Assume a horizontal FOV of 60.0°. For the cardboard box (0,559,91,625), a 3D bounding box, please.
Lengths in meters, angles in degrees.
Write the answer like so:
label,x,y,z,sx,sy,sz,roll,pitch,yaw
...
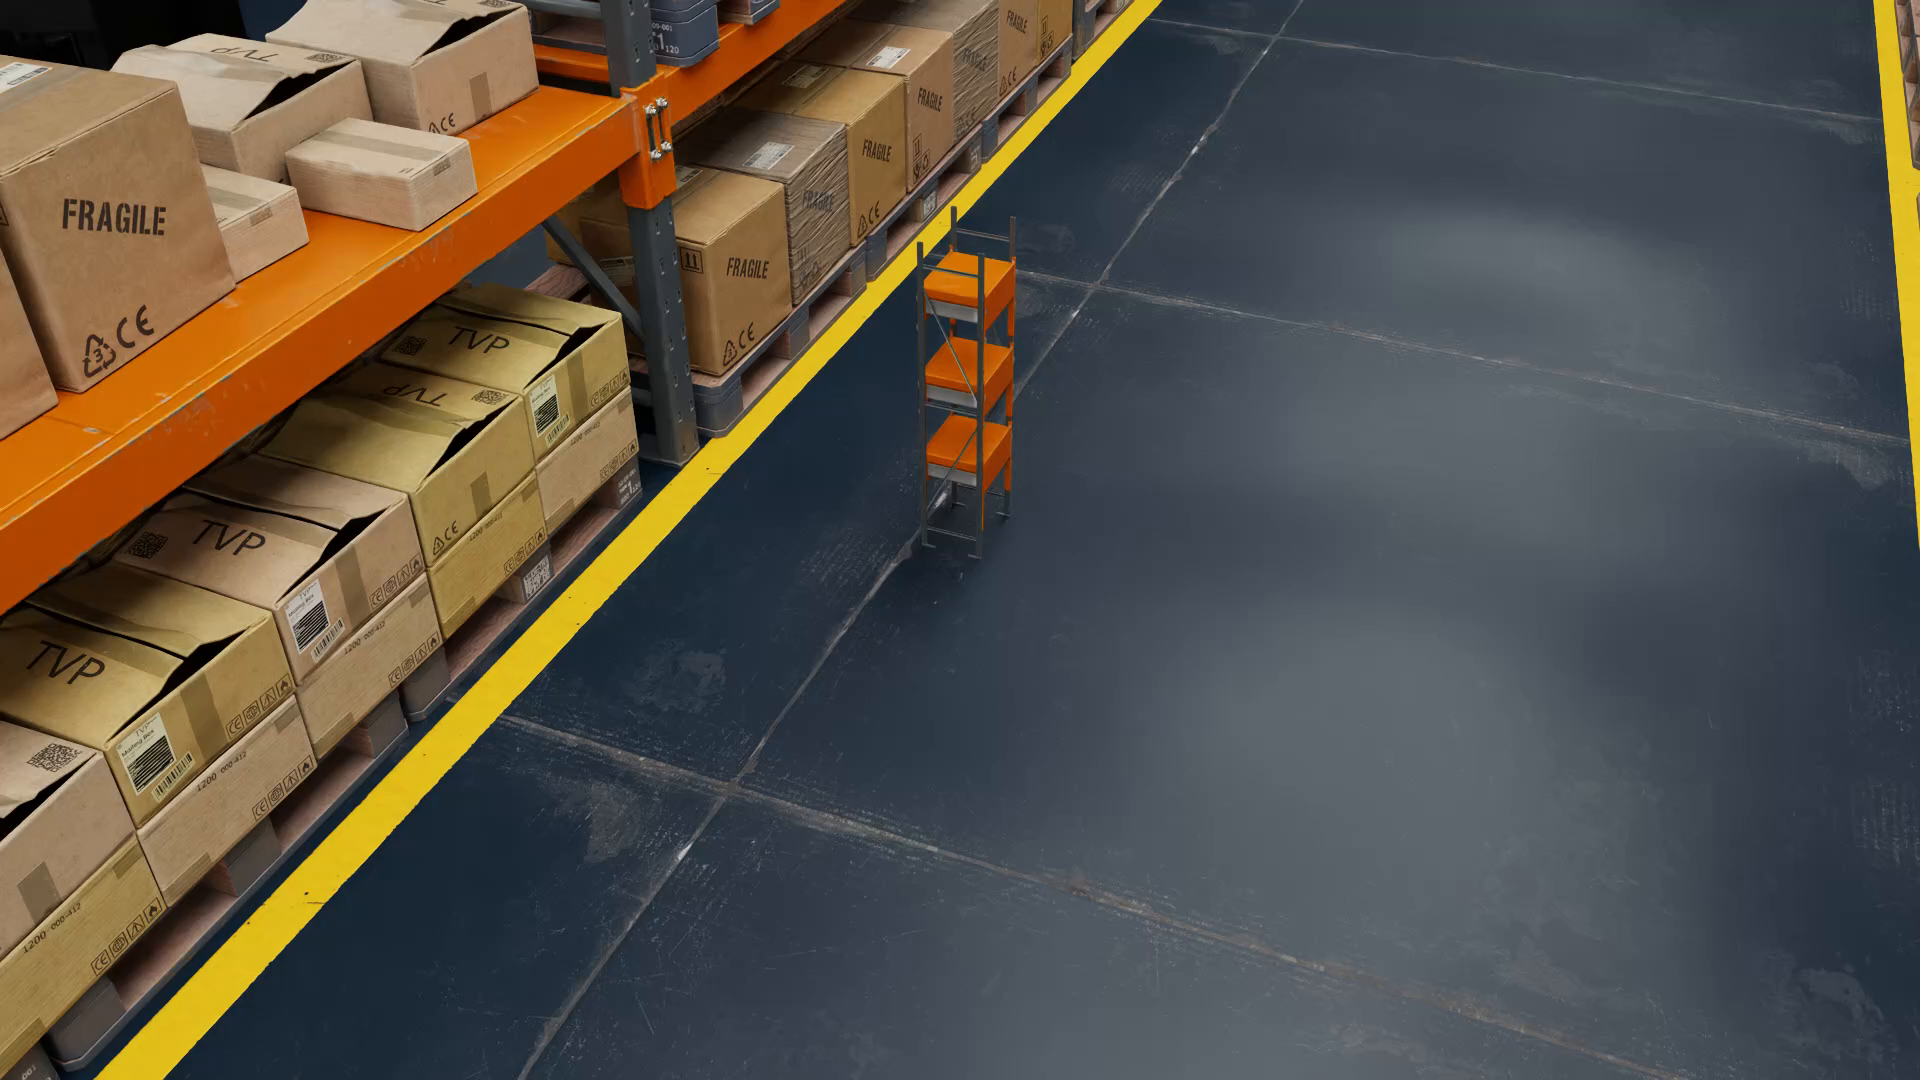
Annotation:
label,x,y,z,sx,sy,sz,roll,pitch,yaw
cardboard box,-2.423,0.205,3.947,0.500,0.311,0.500,13,39,17

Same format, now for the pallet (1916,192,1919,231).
label,x,y,z,sx,sy,sz,roll,pitch,yaw
pallet,4.401,-1.135,6.592,1.003,0.211,1.213,14,39,18

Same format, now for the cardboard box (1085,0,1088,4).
label,x,y,z,sx,sy,sz,roll,pitch,yaw
cardboard box,0.513,-3.083,8.747,0.500,0.311,0.500,14,39,18

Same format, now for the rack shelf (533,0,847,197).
label,x,y,z,sx,sy,sz,roll,pitch,yaw
rack shelf,-0.608,-2.405,6.563,1.077,0.370,4.000,14,39,18

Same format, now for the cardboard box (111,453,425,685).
label,x,y,z,sx,sy,sz,roll,pitch,yaw
cardboard box,-1.727,0.037,4.172,0.500,0.311,0.500,14,39,17

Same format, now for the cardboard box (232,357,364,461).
label,x,y,z,sx,sy,sz,roll,pitch,yaw
cardboard box,-2.032,-0.361,4.705,0.500,0.311,0.500,13,39,17

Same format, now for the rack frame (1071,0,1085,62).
label,x,y,z,sx,sy,sz,roll,pitch,yaw
rack frame,0.153,-3.800,7.829,1.000,3.000,0.127,14,39,18

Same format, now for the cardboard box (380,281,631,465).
label,x,y,z,sx,sy,sz,roll,pitch,yaw
cardboard box,-1.340,-0.531,4.932,0.500,0.311,0.500,15,39,19

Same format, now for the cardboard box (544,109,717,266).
label,x,y,z,sx,sy,sz,roll,pitch,yaw
cardboard box,-1.230,-1.332,6.247,0.500,0.500,0.500,15,39,20

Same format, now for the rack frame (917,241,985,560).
label,x,y,z,sx,sy,sz,roll,pitch,yaw
rack frame,-0.026,-0.383,4.885,0.200,1.050,0.008,14,39,18

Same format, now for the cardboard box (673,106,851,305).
label,x,y,z,sx,sy,sz,roll,pitch,yaw
cardboard box,-0.737,-1.239,6.122,0.500,0.500,0.500,12,39,16

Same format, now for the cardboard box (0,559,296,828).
label,x,y,z,sx,sy,sz,roll,pitch,yaw
cardboard box,-1.919,0.314,3.802,0.500,0.311,0.500,15,39,19

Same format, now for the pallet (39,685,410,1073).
label,x,y,z,sx,sy,sz,roll,pitch,yaw
pallet,-2.184,0.651,4.202,1.003,0.211,1.213,14,39,18

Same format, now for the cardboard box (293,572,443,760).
label,x,y,z,sx,sy,sz,roll,pitch,yaw
cardboard box,-1.730,0.258,4.345,0.500,0.250,0.500,15,39,19

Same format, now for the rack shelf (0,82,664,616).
label,x,y,z,sx,sy,sz,roll,pitch,yaw
rack shelf,-2.130,-0.190,3.600,1.077,0.370,4.000,14,39,18

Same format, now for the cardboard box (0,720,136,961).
label,x,y,z,sx,sy,sz,roll,pitch,yaw
cardboard box,-2.112,0.603,3.416,0.500,0.311,0.500,13,39,16

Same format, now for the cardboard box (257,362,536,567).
label,x,y,z,sx,sy,sz,roll,pitch,yaw
cardboard box,-1.532,-0.242,4.545,0.500,0.311,0.500,13,39,17

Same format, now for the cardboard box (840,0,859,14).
label,x,y,z,sx,sy,sz,roll,pitch,yaw
cardboard box,-0.637,-2.510,7.196,0.500,0.250,0.500,14,39,18

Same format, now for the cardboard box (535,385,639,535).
label,x,y,z,sx,sy,sz,roll,pitch,yaw
cardboard box,-1.343,-0.306,5.099,0.500,0.250,0.500,15,39,19

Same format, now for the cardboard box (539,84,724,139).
label,x,y,z,sx,sy,sz,roll,pitch,yaw
cardboard box,-1.212,-1.664,6.065,0.500,0.250,0.500,15,39,19

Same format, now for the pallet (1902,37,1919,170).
label,x,y,z,sx,sy,sz,roll,pitch,yaw
pallet,4.977,-1.969,7.708,1.003,0.211,1.213,14,39,18

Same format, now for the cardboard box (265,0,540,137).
label,x,y,z,sx,sy,sz,roll,pitch,yaw
cardboard box,-1.547,-1.358,4.636,0.500,0.311,0.500,16,40,21

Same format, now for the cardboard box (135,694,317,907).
label,x,y,z,sx,sy,sz,roll,pitch,yaw
cardboard box,-1.923,0.544,3.963,0.500,0.250,0.500,15,39,19

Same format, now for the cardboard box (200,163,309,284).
label,x,y,z,sx,sy,sz,roll,pitch,yaw
cardboard box,-1.802,-0.766,3.979,0.380,0.149,0.250,17,40,21

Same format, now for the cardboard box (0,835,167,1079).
label,x,y,z,sx,sy,sz,roll,pitch,yaw
cardboard box,-2.118,0.825,3.586,0.500,0.250,0.500,13,39,16

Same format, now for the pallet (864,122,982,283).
label,x,y,z,sx,sy,sz,roll,pitch,yaw
pallet,-0.584,-1.546,7.143,1.003,0.211,1.213,14,39,18

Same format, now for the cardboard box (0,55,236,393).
label,x,y,z,sx,sy,sz,roll,pitch,yaw
cardboard box,-1.992,-0.693,3.588,0.500,0.500,0.500,12,38,15

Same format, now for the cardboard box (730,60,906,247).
label,x,y,z,sx,sy,sz,roll,pitch,yaw
cardboard box,-0.542,-1.515,6.492,0.500,0.500,0.500,13,39,17

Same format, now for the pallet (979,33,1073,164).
label,x,y,z,sx,sy,sz,roll,pitch,yaw
pallet,-0.121,-2.224,8.050,1.003,0.211,1.213,14,39,18

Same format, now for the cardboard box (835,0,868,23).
label,x,y,z,sx,sy,sz,roll,pitch,yaw
cardboard box,-0.646,-2.190,7.395,0.500,0.500,0.500,14,39,18

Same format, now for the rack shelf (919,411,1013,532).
label,x,y,z,sx,sy,sz,roll,pitch,yaw
rack shelf,0.020,-0.219,5.148,0.215,0.259,0.240,14,39,18

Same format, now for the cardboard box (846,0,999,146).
label,x,y,z,sx,sy,sz,roll,pitch,yaw
cardboard box,-0.156,-2.087,7.258,0.500,0.500,0.500,14,39,18

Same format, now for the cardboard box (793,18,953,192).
label,x,y,z,sx,sy,sz,roll,pitch,yaw
cardboard box,-0.348,-1.805,6.880,0.500,0.500,0.500,13,39,16

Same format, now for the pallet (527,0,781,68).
label,x,y,z,sx,sy,sz,roll,pitch,yaw
pallet,-1.176,-1.900,5.447,1.213,0.211,1.003,14,39,18

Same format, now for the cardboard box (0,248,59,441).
label,x,y,z,sx,sy,sz,roll,pitch,yaw
cardboard box,-2.192,-0.401,3.198,0.500,0.500,0.500,14,39,18

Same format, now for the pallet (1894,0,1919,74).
label,x,y,z,sx,sy,sz,roll,pitch,yaw
pallet,5.439,-2.647,8.615,1.003,0.211,1.213,14,39,18

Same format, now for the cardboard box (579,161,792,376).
label,x,y,z,sx,sy,sz,roll,pitch,yaw
cardboard box,-0.931,-0.947,5.733,0.500,0.500,0.500,15,39,20

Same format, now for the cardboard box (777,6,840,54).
label,x,y,z,sx,sy,sz,roll,pitch,yaw
cardboard box,-0.827,-2.232,6.824,0.500,0.250,0.500,13,39,17

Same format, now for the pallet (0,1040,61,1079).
label,x,y,z,sx,sy,sz,roll,pitch,yaw
pallet,-2.646,1.329,3.295,1.003,0.211,1.213,14,39,18

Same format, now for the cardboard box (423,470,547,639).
label,x,y,z,sx,sy,sz,roll,pitch,yaw
cardboard box,-1.536,-0.019,4.716,0.500,0.250,0.500,13,39,17

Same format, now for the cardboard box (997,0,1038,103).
label,x,y,z,sx,sy,sz,roll,pitch,yaw
cardboard box,0.035,-2.365,7.629,0.500,0.500,0.500,14,39,18

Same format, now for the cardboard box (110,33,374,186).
label,x,y,z,sx,sy,sz,roll,pitch,yaw
cardboard box,-1.888,-1.099,4.289,0.500,0.311,0.500,13,39,17

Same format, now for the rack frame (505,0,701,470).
label,x,y,z,sx,sy,sz,roll,pitch,yaw
rack frame,-1.369,-1.586,4.866,1.000,3.000,0.127,14,39,18

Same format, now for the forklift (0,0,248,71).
label,x,y,z,sx,sy,sz,roll,pitch,yaw
forklift,-2.900,-2.265,5.832,1.130,2.935,3.031,13,39,16

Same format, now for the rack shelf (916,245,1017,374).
label,x,y,z,sx,sy,sz,roll,pitch,yaw
rack shelf,0.020,-0.669,4.812,0.215,0.259,0.240,14,39,18

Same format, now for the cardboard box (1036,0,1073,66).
label,x,y,z,sx,sy,sz,roll,pitch,yaw
cardboard box,0.231,-2.637,7.993,0.500,0.500,0.500,14,39,17

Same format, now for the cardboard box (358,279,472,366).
label,x,y,z,sx,sy,sz,roll,pitch,yaw
cardboard box,-1.839,-0.654,5.097,0.500,0.311,0.500,15,39,19

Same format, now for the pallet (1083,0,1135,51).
label,x,y,z,sx,sy,sz,roll,pitch,yaw
pallet,0.416,-3.063,9.172,1.003,0.211,1.213,14,39,18

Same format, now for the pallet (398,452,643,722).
label,x,y,z,sx,sy,sz,roll,pitch,yaw
pallet,-1.718,-0.022,5.103,1.003,0.211,1.213,14,39,18

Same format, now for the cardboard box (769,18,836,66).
label,x,y,z,sx,sy,sz,roll,pitch,yaw
cardboard box,-0.839,-1.910,7.021,0.500,0.500,0.500,12,39,16

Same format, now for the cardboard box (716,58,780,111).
label,x,y,z,sx,sy,sz,roll,pitch,yaw
cardboard box,-1.033,-1.618,6.630,0.500,0.500,0.500,12,39,16

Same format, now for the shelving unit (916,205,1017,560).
label,x,y,z,sx,sy,sz,roll,pitch,yaw
shelving unit,0.020,-0.450,4.975,0.215,1.050,0.252,14,39,18

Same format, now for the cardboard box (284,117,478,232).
label,x,y,z,sx,sy,sz,roll,pitch,yaw
cardboard box,-1.455,-0.924,4.191,0.380,0.149,0.250,14,39,18

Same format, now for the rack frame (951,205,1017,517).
label,x,y,z,sx,sy,sz,roll,pitch,yaw
rack frame,0.067,-0.518,5.066,0.200,1.050,0.008,14,39,18

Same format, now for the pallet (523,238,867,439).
label,x,y,z,sx,sy,sz,roll,pitch,yaw
pallet,-1.050,-0.873,6.242,1.003,0.211,1.213,14,39,18

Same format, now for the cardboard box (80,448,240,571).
label,x,y,z,sx,sy,sz,roll,pitch,yaw
cardboard box,-2.228,-0.079,4.328,0.500,0.311,0.500,13,39,17

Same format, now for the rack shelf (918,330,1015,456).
label,x,y,z,sx,sy,sz,roll,pitch,yaw
rack shelf,0.020,-0.442,4.982,0.215,0.259,0.240,14,39,18
